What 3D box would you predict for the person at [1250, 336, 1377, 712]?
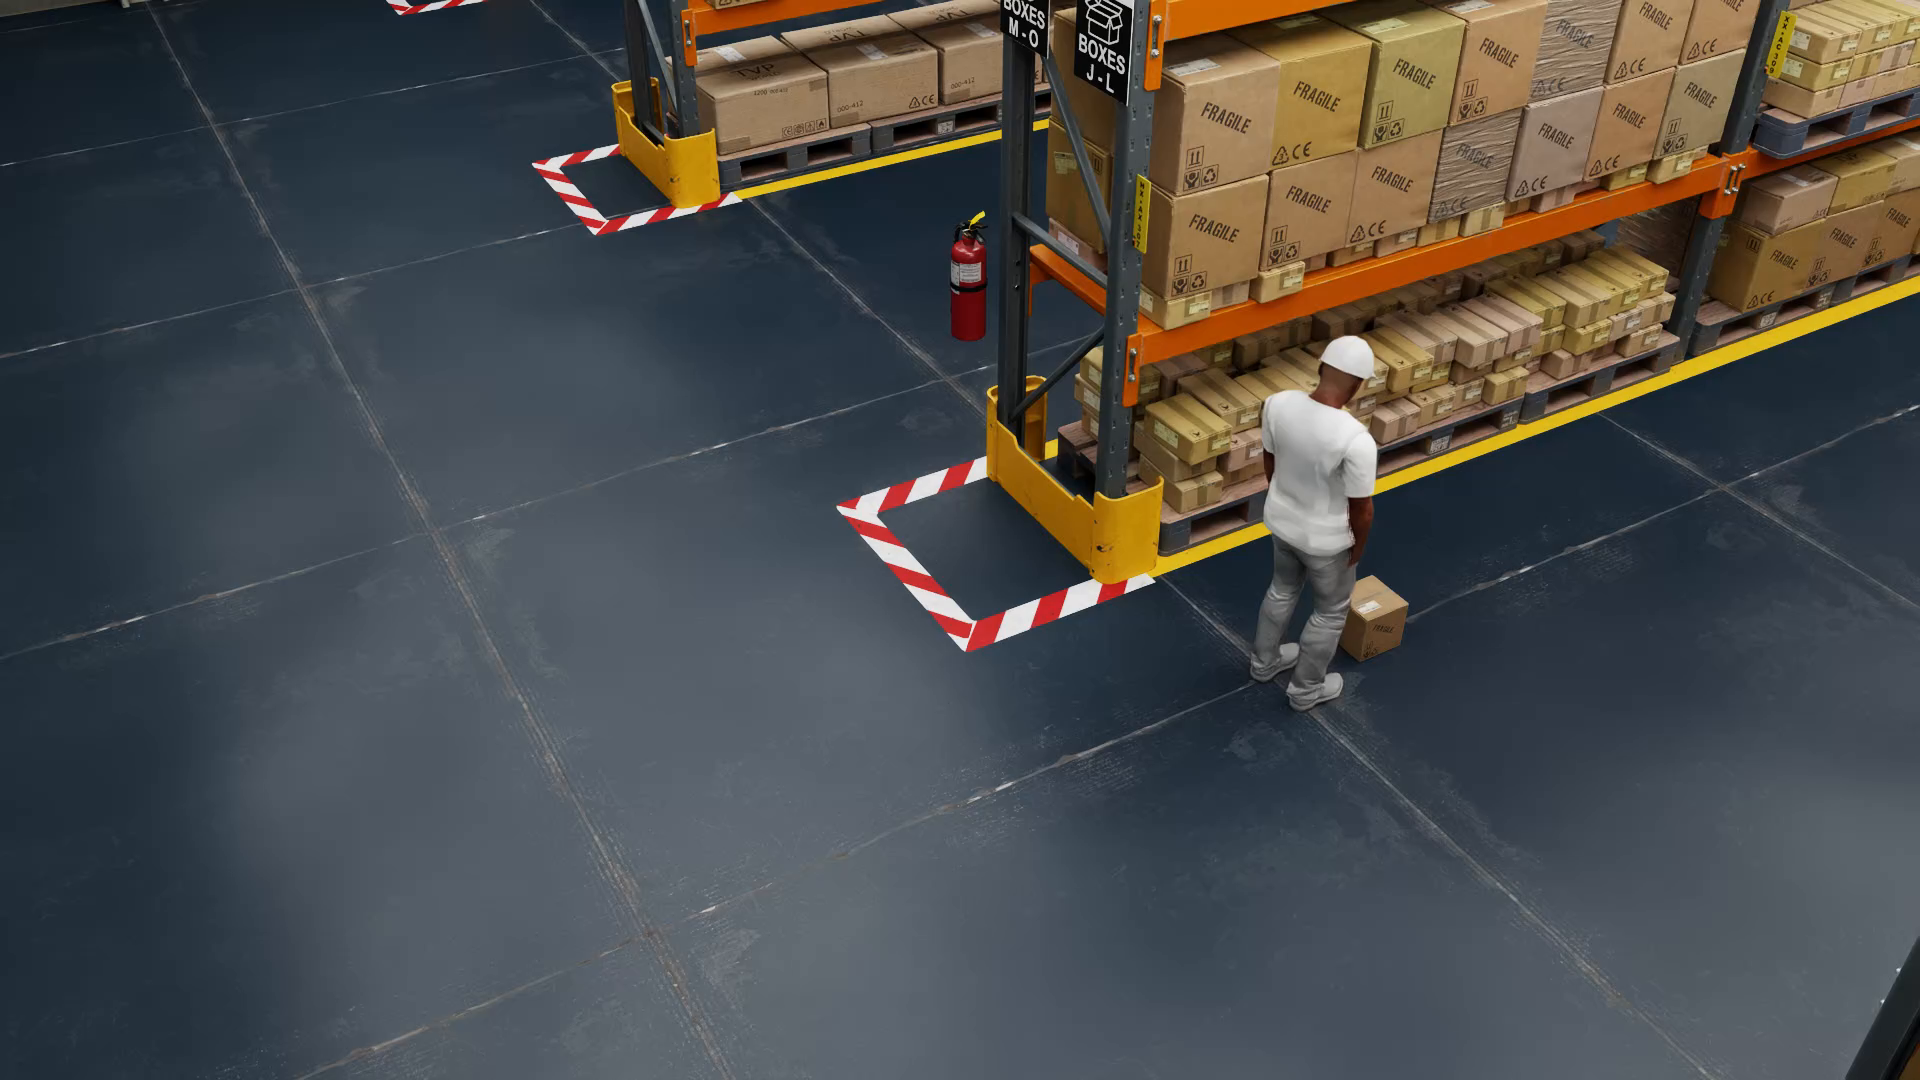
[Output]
[{"bbox_3d":[1.496,-0.073,7.026,0.396,1.743,0.578,-25,43,-29],"label":"person"}]
